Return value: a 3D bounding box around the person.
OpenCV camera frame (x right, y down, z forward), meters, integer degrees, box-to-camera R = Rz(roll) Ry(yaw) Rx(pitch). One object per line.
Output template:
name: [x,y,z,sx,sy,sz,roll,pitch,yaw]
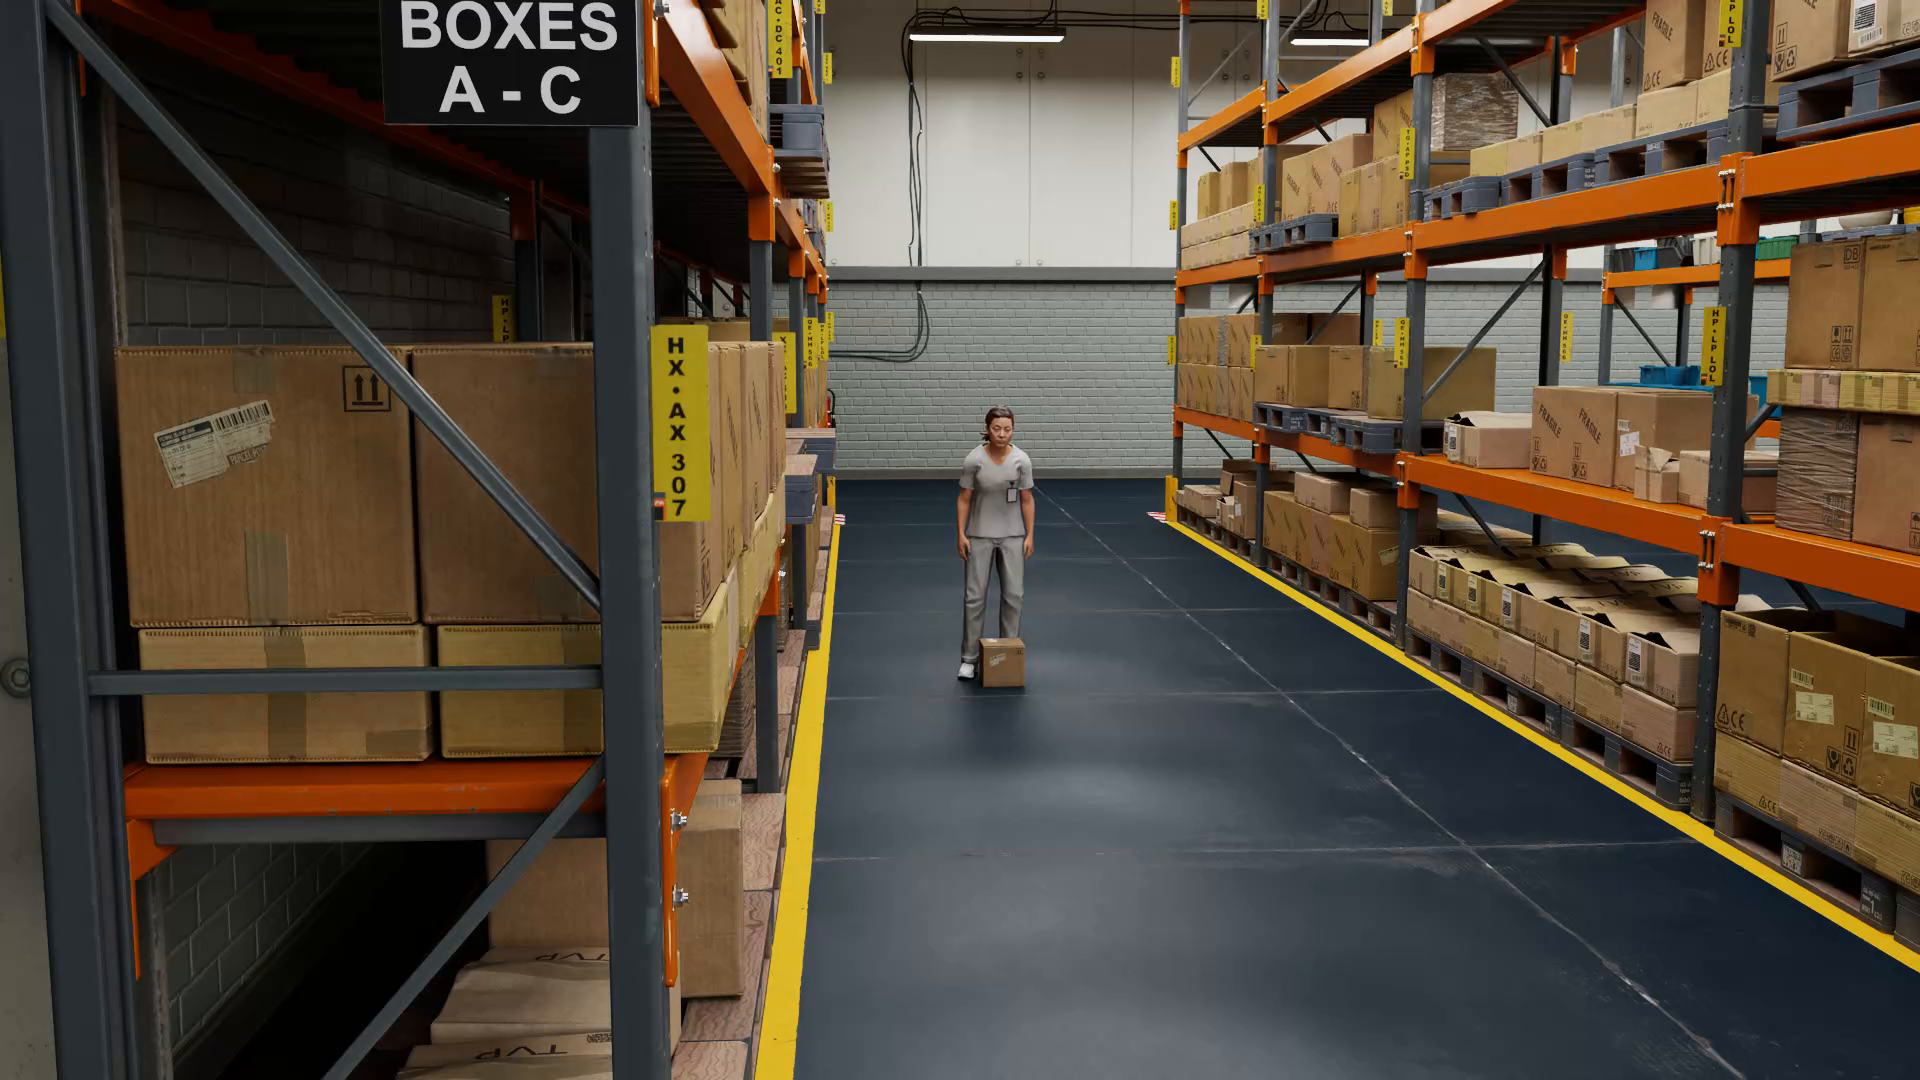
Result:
person: [0.223,0.007,10.199,0.485,1.672,0.412,-1,7,-5]
